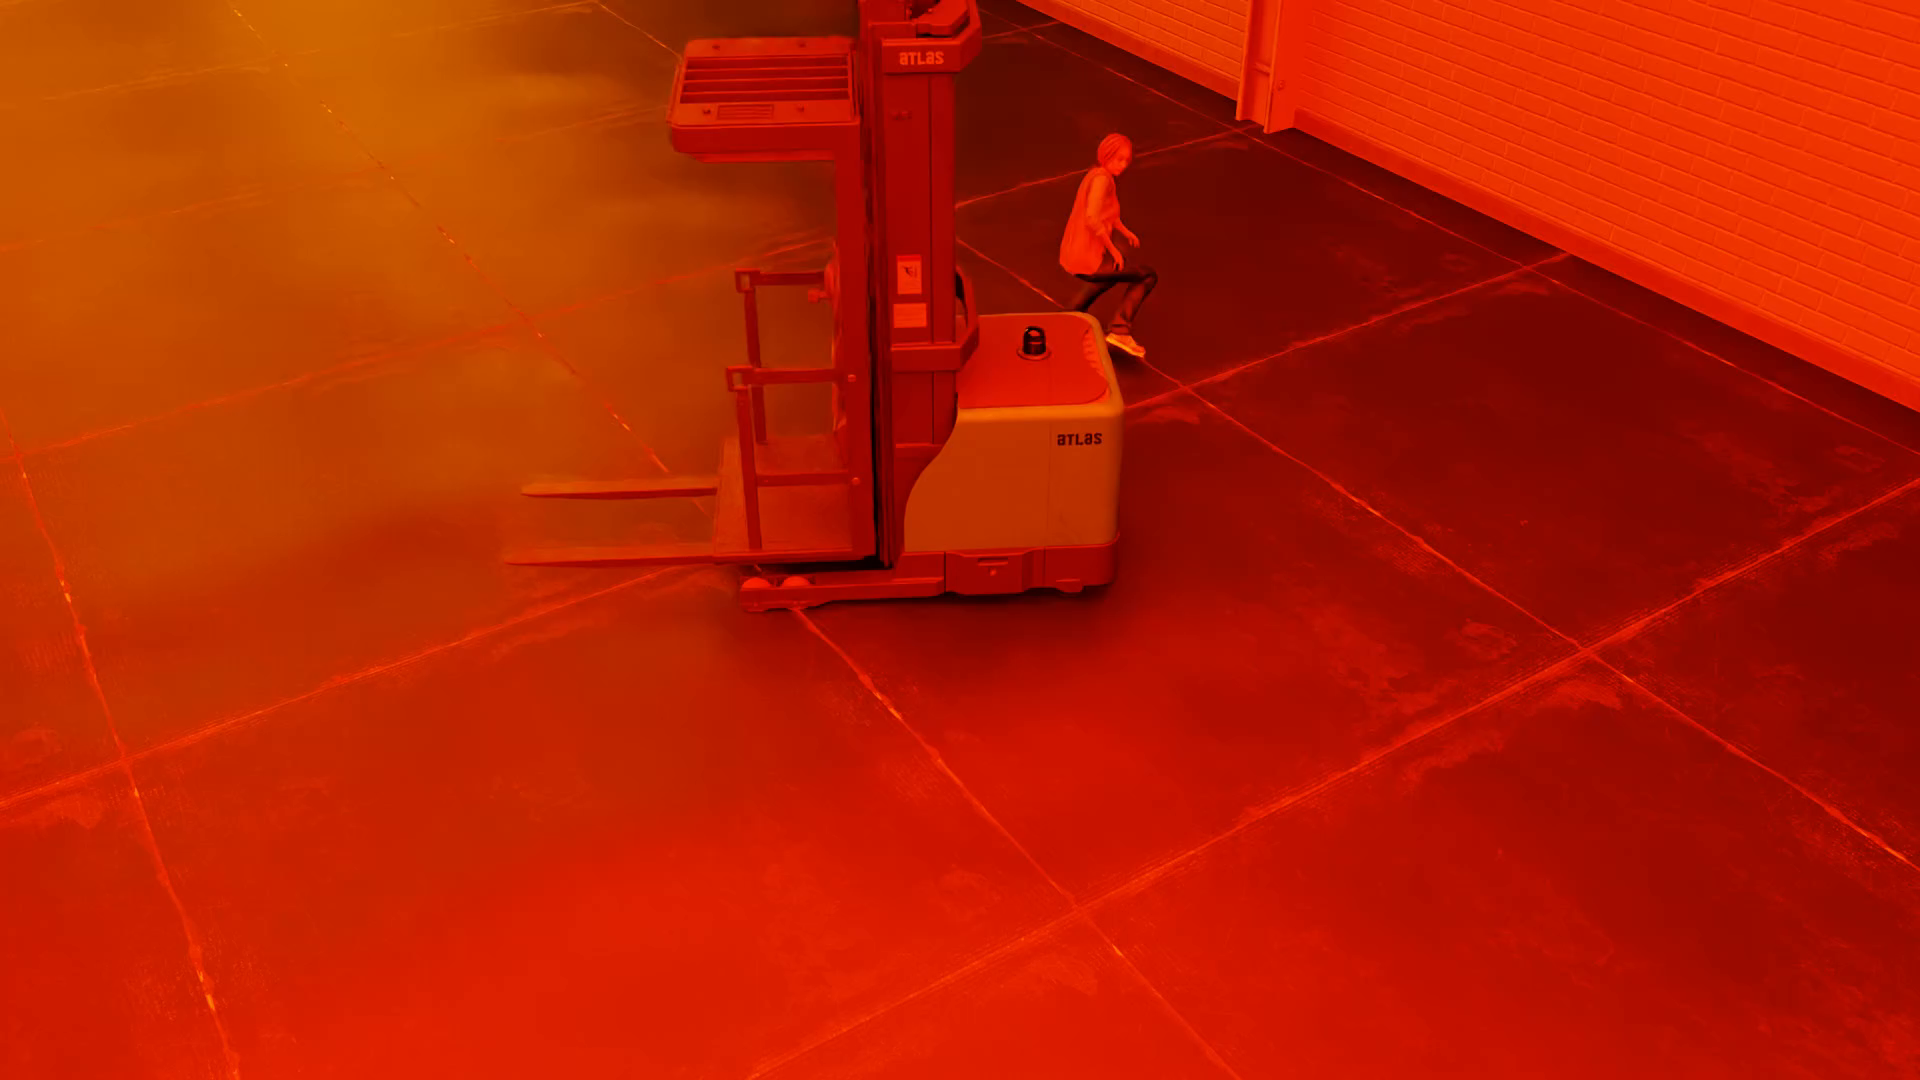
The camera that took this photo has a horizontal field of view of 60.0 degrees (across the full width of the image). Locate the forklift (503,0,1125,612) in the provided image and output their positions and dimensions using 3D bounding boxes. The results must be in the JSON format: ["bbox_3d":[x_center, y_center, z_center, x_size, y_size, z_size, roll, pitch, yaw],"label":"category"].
[{"bbox_3d":[-0.756,-1.160,7.798,3.031,2.935,1.130,-2,35,-3],"label":"forklift"}]

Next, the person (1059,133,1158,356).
[{"bbox_3d":[0.888,-1.761,10.065,0.603,1.384,0.722,-7,36,-10],"label":"person"}]
